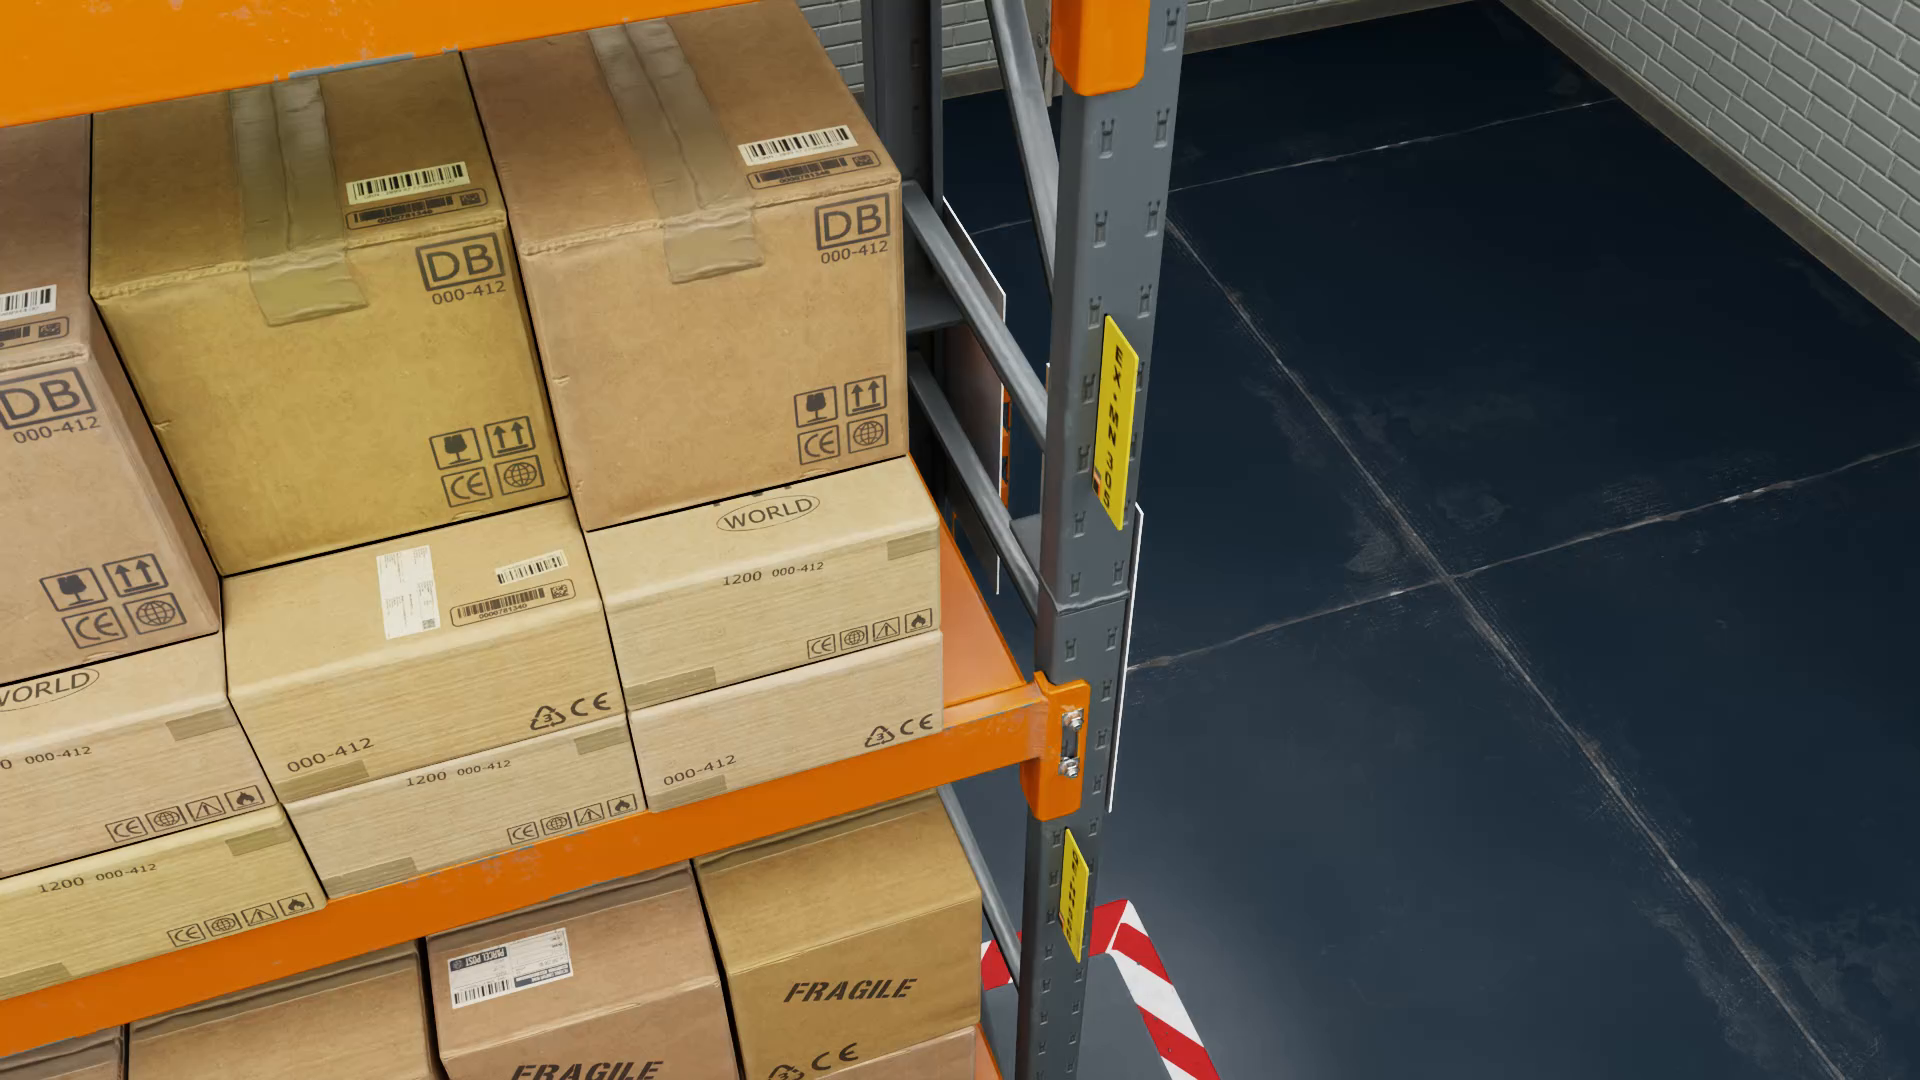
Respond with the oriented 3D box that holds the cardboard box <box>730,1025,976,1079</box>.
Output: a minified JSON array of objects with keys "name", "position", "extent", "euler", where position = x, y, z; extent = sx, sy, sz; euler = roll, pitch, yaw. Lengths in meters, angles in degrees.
[{"name":"cardboard box","position":[-0.280,1.090,3.785],"extent":[0.500,0.500,0.500],"euler":[-13,47,-13]}]

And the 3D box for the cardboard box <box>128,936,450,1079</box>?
[{"name":"cardboard box","position":[-1.237,0.988,3.180],"extent":[0.500,0.500,0.500],"euler":[-13,47,-13]}]

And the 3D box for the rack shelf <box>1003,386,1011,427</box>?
[{"name":"rack shelf","position":[0.050,-0.576,6.507],"extent":[0.240,0.259,0.215],"euler":[-14,47,-14]}]

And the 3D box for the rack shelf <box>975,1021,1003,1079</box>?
[{"name":"rack shelf","position":[-1.832,1.571,3.884],"extent":[4.000,0.370,1.077],"euler":[-14,47,-14]}]

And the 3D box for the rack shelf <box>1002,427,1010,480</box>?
[{"name":"rack shelf","position":[0.050,-0.376,6.708],"extent":[0.240,0.259,0.215],"euler":[-14,47,-14]}]

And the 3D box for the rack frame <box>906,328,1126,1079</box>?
[{"name":"rack frame","position":[0.049,0.836,4.108],"extent":[0.127,3.000,1.000],"euler":[-14,47,-14]}]

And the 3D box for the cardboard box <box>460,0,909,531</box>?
[{"name":"cardboard box","position":[-0.429,-0.477,2.522],"extent":[0.500,0.500,0.700],"euler":[-14,47,-14]}]

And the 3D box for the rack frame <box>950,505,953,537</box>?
[{"name":"rack frame","position":[-0.064,-0.354,6.671],"extent":[0.008,1.050,0.200],"euler":[-14,47,-14]}]

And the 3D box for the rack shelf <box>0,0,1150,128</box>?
[{"name":"rack shelf","position":[-1.832,-0.545,1.760],"extent":[4.000,0.370,1.077],"euler":[-14,47,-14]}]

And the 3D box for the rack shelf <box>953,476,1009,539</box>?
[{"name":"rack shelf","position":[0.050,-0.180,6.905],"extent":[0.240,0.259,0.215],"euler":[-14,47,-14]}]

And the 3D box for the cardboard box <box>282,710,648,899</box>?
[{"name":"cardboard box","position":[-0.819,0.242,2.688],"extent":[0.500,0.250,0.500],"euler":[-14,47,-14]}]

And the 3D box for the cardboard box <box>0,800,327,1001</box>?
[{"name":"cardboard box","position":[-1.285,0.371,2.560],"extent":[0.500,0.250,0.500],"euler":[-14,47,-14]}]

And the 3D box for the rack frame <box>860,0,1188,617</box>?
[{"name":"rack frame","position":[0.049,-1.282,1.983],"extent":[0.127,3.000,1.000],"euler":[-14,47,-14]}]

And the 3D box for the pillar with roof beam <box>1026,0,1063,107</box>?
[{"name":"pillar with roof beam","position":[2.071,-2.938,3.635],"extent":[0.400,9.000,9.100],"euler":[-14,47,-14]}]

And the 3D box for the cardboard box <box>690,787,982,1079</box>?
[{"name":"cardboard box","position":[-0.276,0.738,3.429],"extent":[0.500,0.500,0.500],"euler":[-15,47,-14]}]

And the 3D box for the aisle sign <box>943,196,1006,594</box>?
[{"name":"aisle sign","position":[0.013,-0.294,3.399],"extent":[0.004,0.787,0.394],"euler":[-14,47,-14]}]

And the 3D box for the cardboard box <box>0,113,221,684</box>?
[{"name":"cardboard box","position":[-1.362,-0.221,2.268],"extent":[0.500,0.500,0.700],"euler":[-14,47,-14]}]

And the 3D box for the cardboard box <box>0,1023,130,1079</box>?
[{"name":"cardboard box","position":[-1.720,1.112,3.057],"extent":[0.500,0.500,0.500],"euler":[-13,47,-13]}]

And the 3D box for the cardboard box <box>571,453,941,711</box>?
[{"name":"cardboard box","position":[-0.348,-0.053,2.629],"extent":[0.500,0.250,0.500],"euler":[-14,47,-14]}]

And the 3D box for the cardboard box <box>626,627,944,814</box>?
[{"name":"cardboard box","position":[-0.345,0.129,2.801],"extent":[0.500,0.250,0.500],"euler":[-14,47,-14]}]

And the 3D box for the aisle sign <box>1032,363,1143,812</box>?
[{"name":"aisle sign","position":[0.217,0.106,3.000],"extent":[0.004,0.787,0.394],"euler":[-14,47,-14]}]

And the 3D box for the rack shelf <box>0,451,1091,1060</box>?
[{"name":"rack shelf","position":[-1.832,0.512,2.821],"extent":[4.000,0.370,1.077],"euler":[-14,47,-14]}]

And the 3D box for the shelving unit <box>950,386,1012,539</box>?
[{"name":"shelving unit","position":[0.050,-0.383,6.700],"extent":[0.252,1.050,0.215],"euler":[-14,47,-14]}]

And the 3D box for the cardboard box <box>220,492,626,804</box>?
[{"name":"cardboard box","position":[-0.818,0.068,2.509],"extent":[0.500,0.250,0.500],"euler":[-14,47,-14]}]

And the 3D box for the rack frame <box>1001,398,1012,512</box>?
[{"name":"rack frame","position":[0.165,-0.413,6.730],"extent":[0.008,1.050,0.200],"euler":[-14,47,-14]}]

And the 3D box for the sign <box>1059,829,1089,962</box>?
[{"name":"sign","position":[0.219,0.690,3.213],"extent":[0.005,0.325,0.100],"euler":[-14,47,-14]}]

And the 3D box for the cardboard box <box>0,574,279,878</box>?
[{"name":"cardboard box","position":[-1.289,0.185,2.392],"extent":[0.500,0.250,0.500],"euler":[-14,47,-14]}]

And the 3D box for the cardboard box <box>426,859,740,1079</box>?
[{"name":"cardboard box","position":[-0.751,0.860,3.308],"extent":[0.500,0.500,0.500],"euler":[-13,47,-13]}]

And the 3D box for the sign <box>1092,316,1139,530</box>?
[{"name":"sign","position":[0.219,-0.161,2.359],"extent":[0.005,0.325,0.100],"euler":[-14,47,-14]}]

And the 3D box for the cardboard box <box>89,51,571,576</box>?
[{"name":"cardboard box","position":[-0.928,-0.413,2.458],"extent":[0.500,0.500,0.700],"euler":[-14,47,-14]}]
